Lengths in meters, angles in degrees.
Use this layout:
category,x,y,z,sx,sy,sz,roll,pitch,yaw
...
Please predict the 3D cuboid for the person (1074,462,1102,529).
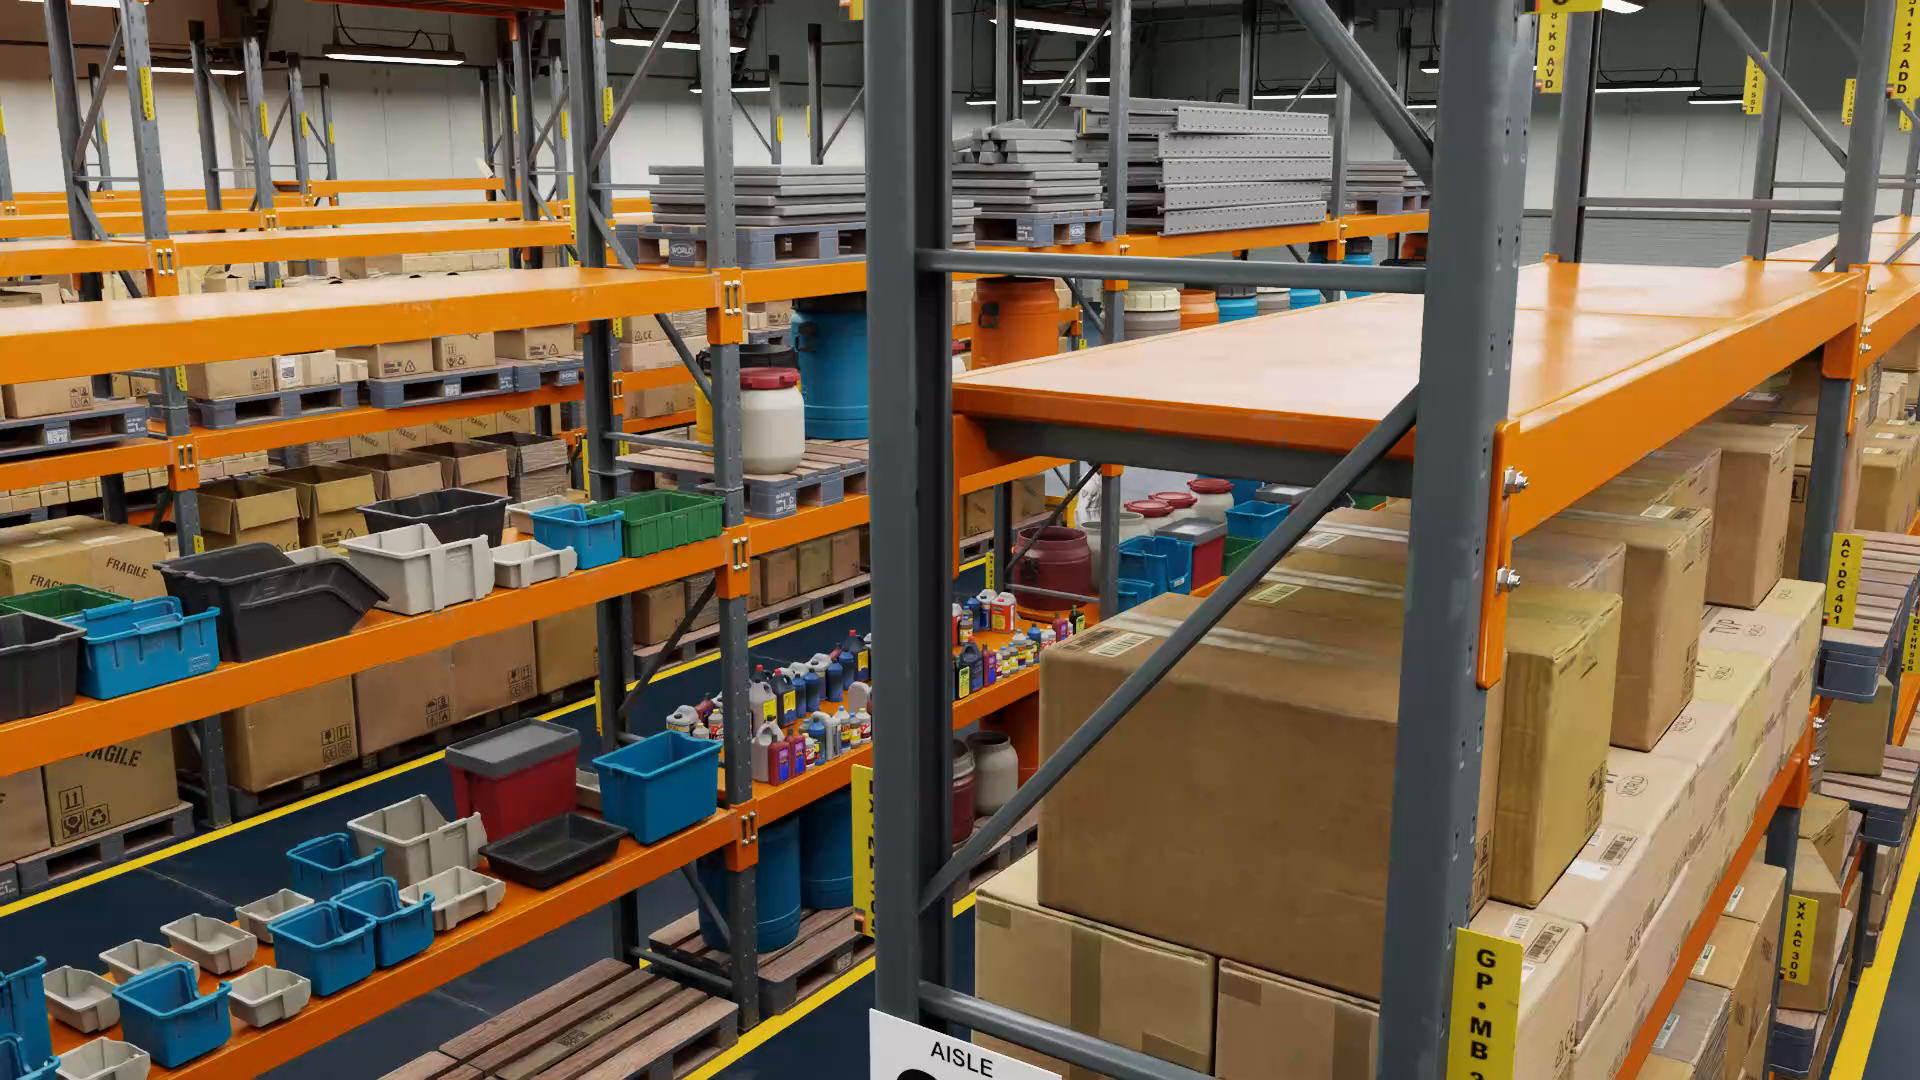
category,x,y,z,sx,sy,sz,roll,pitch,yaw
person,1.427,-0.139,17.577,0.415,1.662,0.540,8,15,30
